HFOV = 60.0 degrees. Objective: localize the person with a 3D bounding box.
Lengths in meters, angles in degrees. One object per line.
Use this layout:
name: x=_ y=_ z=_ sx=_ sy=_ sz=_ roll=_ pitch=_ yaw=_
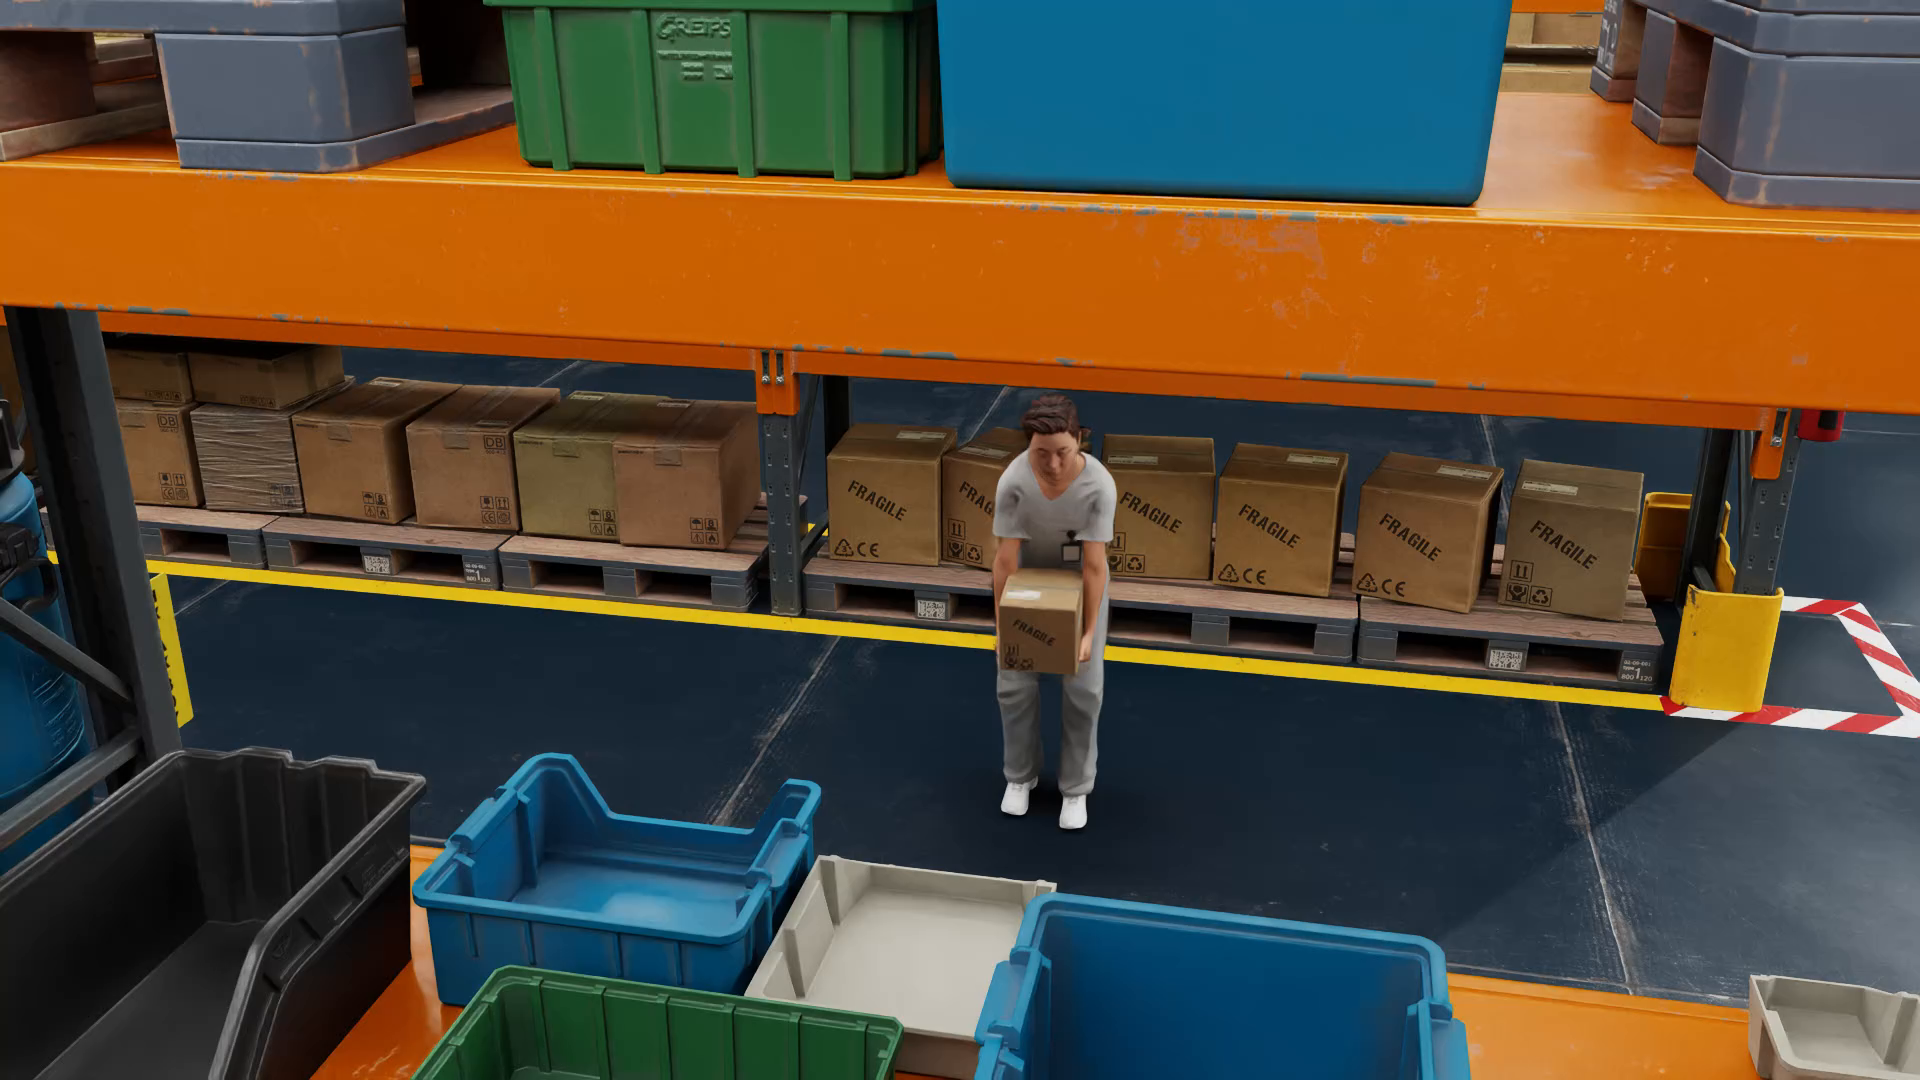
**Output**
person: x=0.318 y=0.231 z=5.622 sx=0.404 sy=1.597 sz=0.546 roll=4 pitch=22 yaw=10
